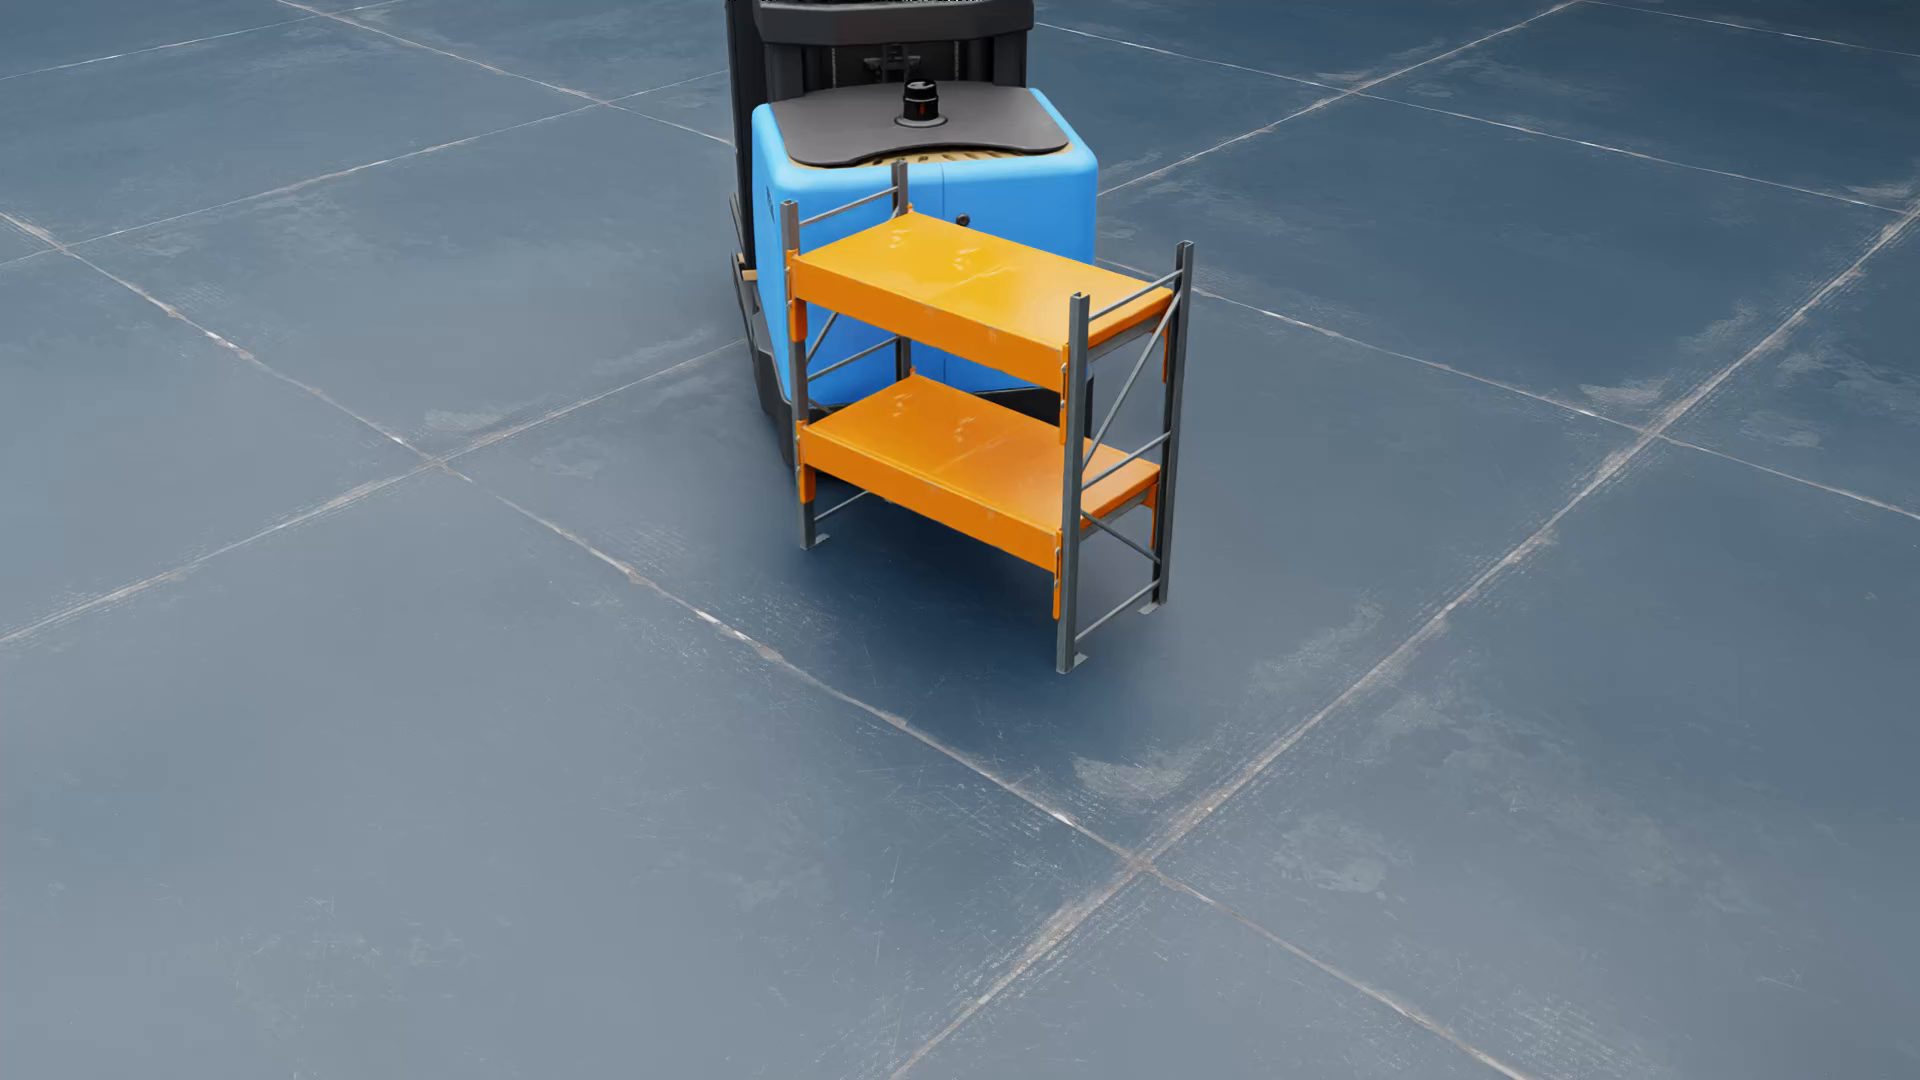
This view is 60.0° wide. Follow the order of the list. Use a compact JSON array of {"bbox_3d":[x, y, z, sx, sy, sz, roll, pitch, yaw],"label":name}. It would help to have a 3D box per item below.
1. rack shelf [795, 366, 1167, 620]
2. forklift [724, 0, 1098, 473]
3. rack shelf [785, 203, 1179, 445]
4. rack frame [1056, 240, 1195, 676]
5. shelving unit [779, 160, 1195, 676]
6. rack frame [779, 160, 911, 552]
[{"bbox_3d":[0.057,-0.168,4.913,1.000,0.278,0.538,24,38,34],"label":"rack shelf"},{"bbox_3d":[-0.345,-2.222,6.100,1.130,2.935,3.031,-6,32,-10],"label":"forklift"},{"bbox_3d":[0.057,-0.629,4.636,1.000,0.278,0.538,24,38,34],"label":"rack shelf"},{"bbox_3d":[0.442,-0.207,4.503,0.032,1.125,0.500,24,38,34],"label":"rack frame"},{"bbox_3d":[0.057,-0.378,4.787,1.048,1.125,0.538,24,38,34],"label":"shelving unit"},{"bbox_3d":[-0.329,-0.549,5.071,0.032,1.125,0.500,24,38,34],"label":"rack frame"}]
